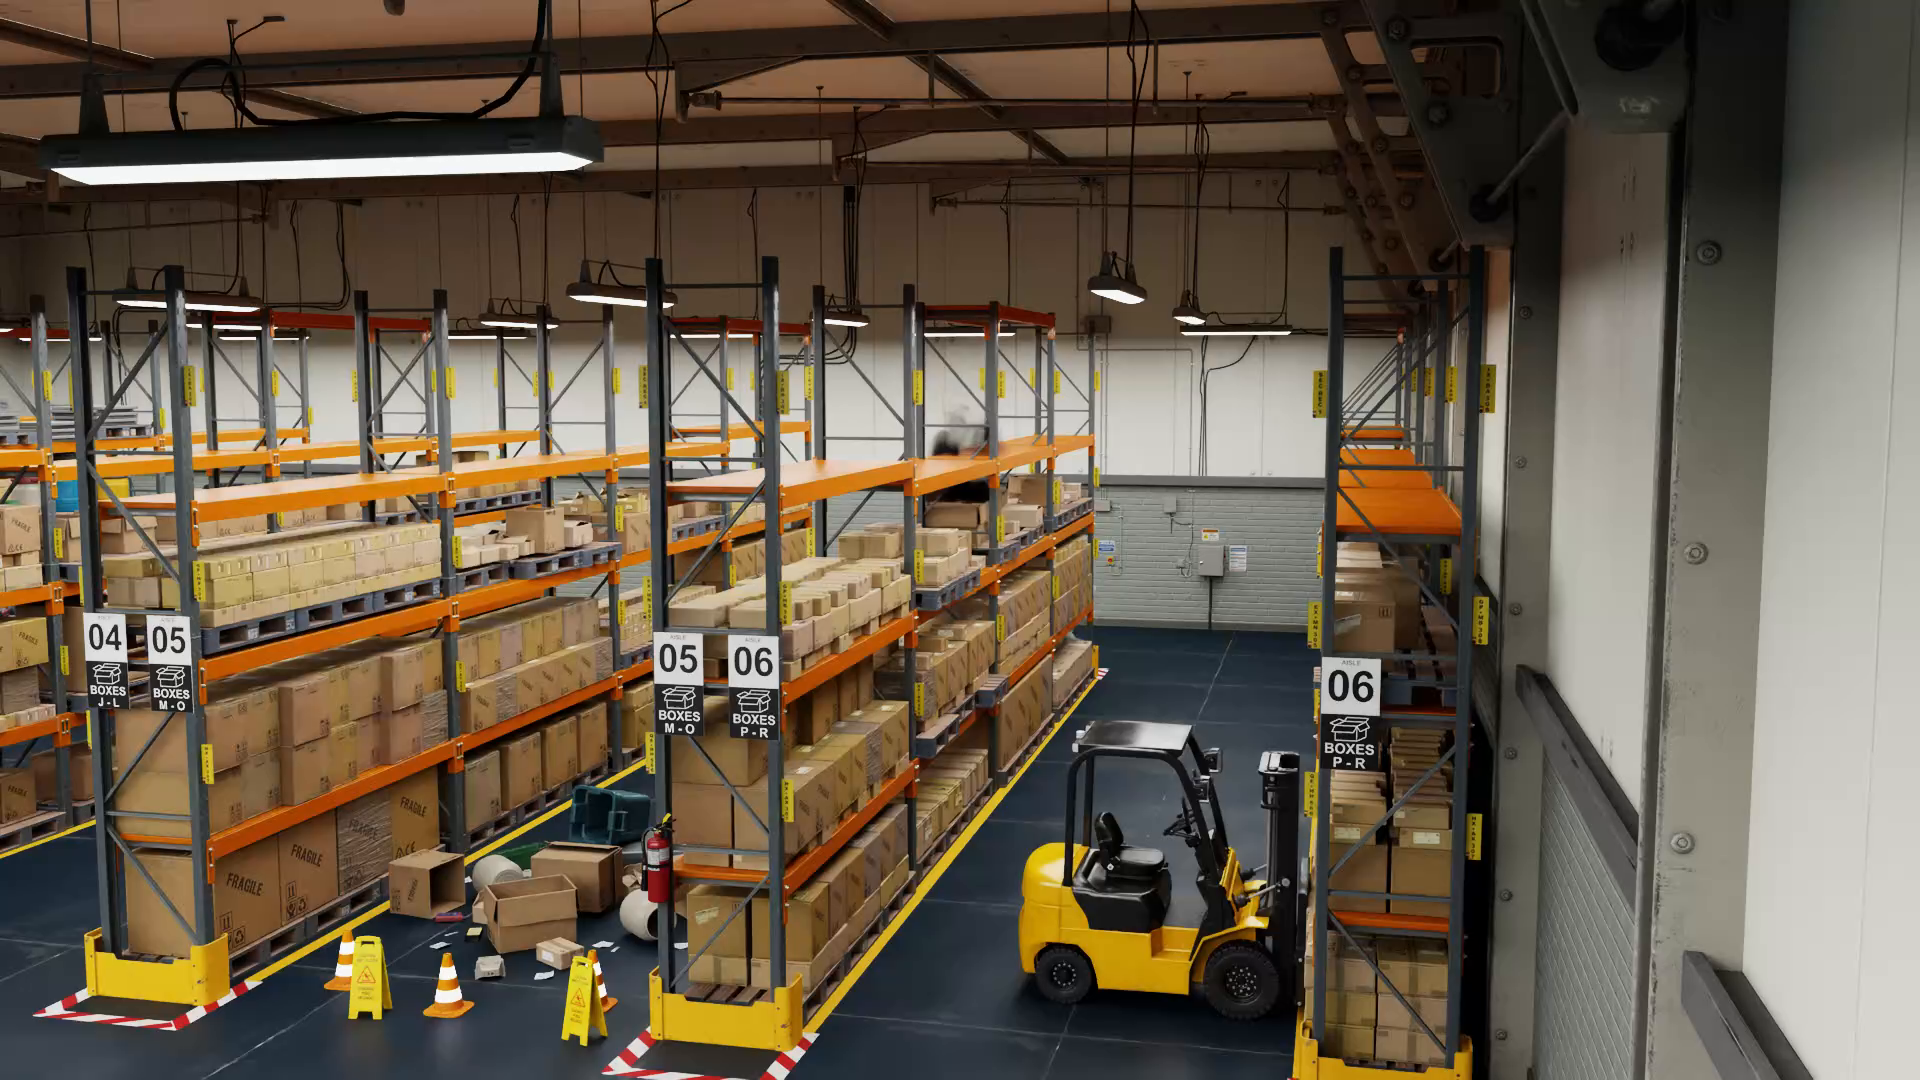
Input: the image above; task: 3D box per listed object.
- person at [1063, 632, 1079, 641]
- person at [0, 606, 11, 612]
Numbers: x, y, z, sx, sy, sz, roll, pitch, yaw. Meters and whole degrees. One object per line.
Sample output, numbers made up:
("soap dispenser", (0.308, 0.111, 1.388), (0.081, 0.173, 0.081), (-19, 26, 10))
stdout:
("person", (1.674, 1.289, 29.664), (0.972, 1.751, 0.738), (3, 7, 30))
("person", (-16.410, 1.401, 28.525), (0.690, 1.761, 0.885), (1, 6, 6))
